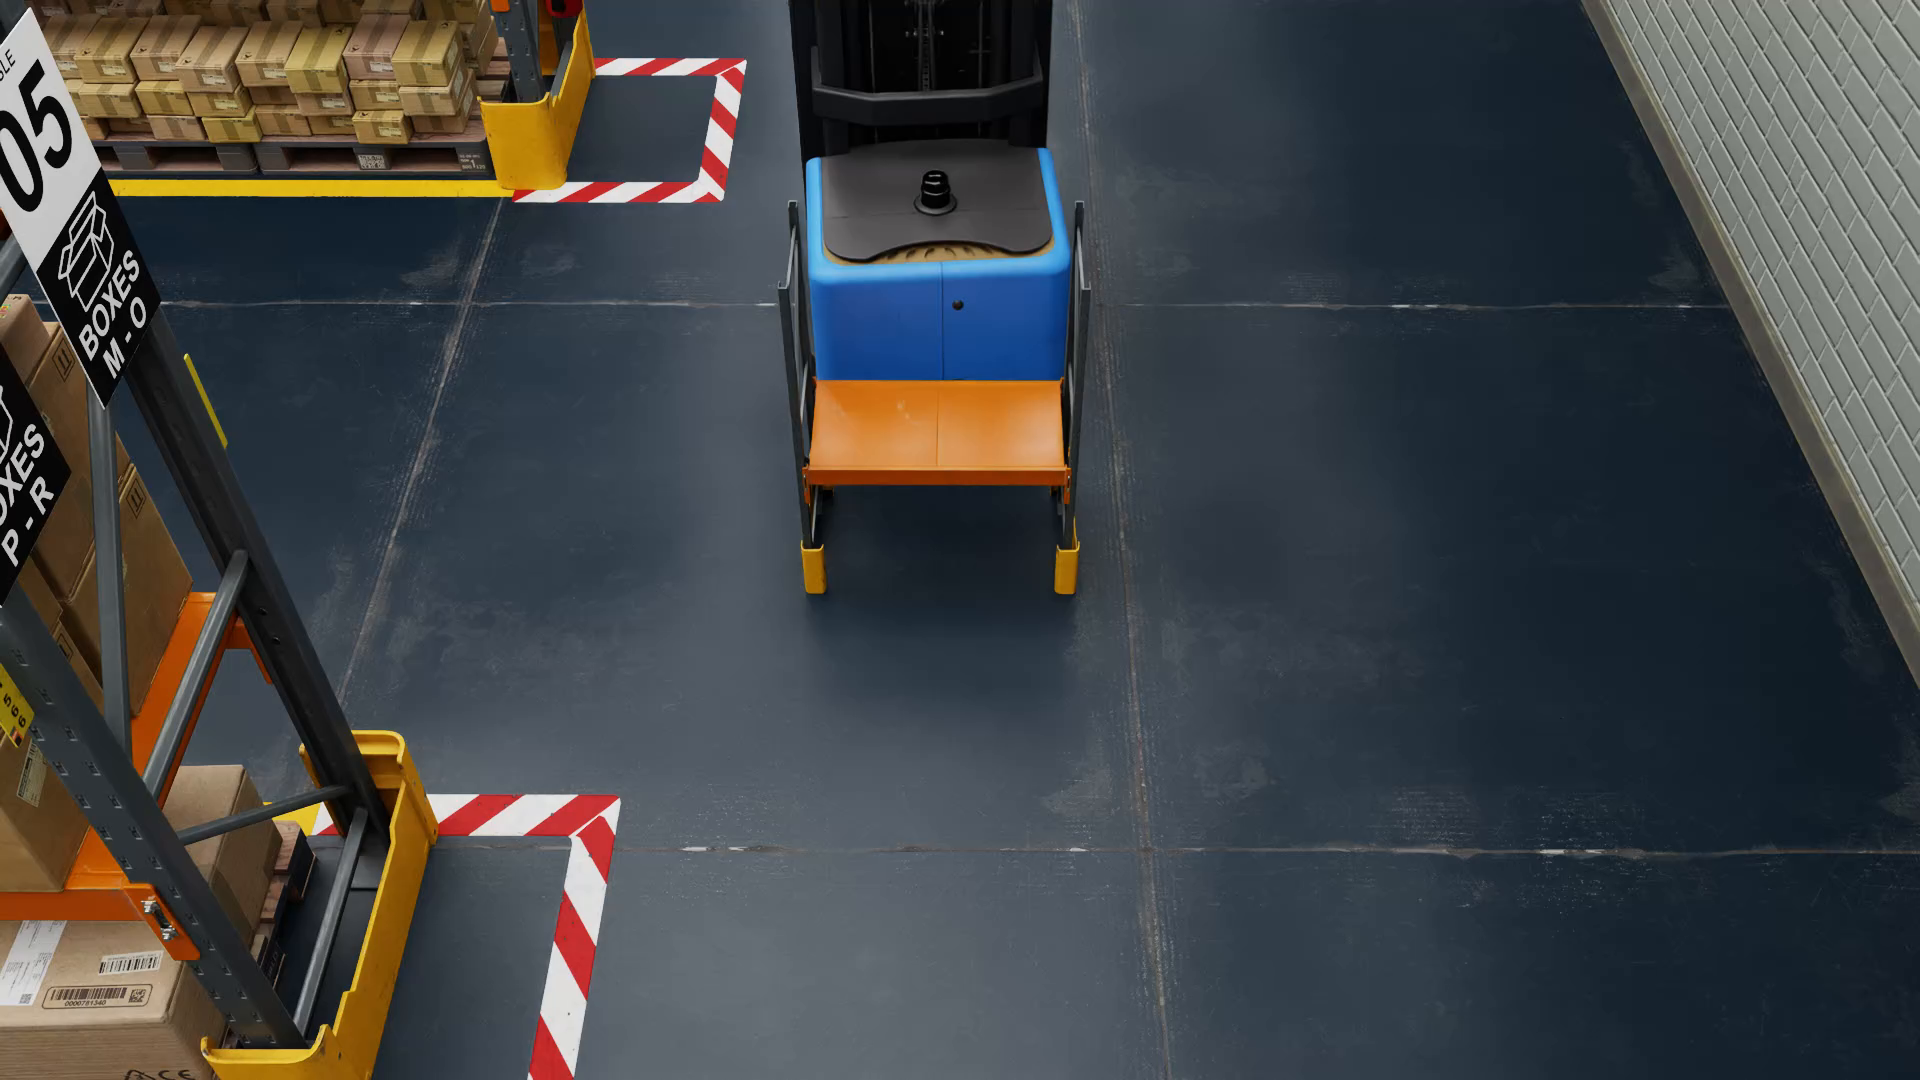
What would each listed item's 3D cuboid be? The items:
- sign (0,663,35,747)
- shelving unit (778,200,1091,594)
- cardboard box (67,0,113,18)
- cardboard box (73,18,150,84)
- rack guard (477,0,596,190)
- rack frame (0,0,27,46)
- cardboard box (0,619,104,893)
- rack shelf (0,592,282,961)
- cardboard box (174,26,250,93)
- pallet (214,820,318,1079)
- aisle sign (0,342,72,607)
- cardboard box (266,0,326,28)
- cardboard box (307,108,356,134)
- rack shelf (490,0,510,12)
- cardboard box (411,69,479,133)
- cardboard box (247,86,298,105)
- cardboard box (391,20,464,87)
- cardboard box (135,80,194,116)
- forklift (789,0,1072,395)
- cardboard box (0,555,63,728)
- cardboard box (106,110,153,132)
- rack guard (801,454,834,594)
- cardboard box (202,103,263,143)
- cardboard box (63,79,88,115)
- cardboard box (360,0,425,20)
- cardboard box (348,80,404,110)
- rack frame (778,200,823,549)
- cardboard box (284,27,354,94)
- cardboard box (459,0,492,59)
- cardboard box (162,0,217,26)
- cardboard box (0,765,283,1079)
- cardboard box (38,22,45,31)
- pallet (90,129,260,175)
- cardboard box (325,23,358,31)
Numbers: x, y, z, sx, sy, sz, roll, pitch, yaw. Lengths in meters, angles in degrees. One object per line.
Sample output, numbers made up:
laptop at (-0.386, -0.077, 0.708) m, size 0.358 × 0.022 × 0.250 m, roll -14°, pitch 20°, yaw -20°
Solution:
sign at (-2.056, 0.307, 3.543) m, size 0.005 × 0.325 × 0.100 m, roll 0°, pitch 47°, yaw 0°
shelving unit at (-0.076, -0.511, 6.282) m, size 1.083 × 1.500 × 0.587 m, roll 0°, pitch 47°, yaw 0°
cardboard box at (-4.461, -2.864, 8.702) m, size 0.250 × 0.149 × 0.380 m, roll -1°, pitch 47°, yaw -1°
cardboard box at (-4.216, -2.449, 8.315) m, size 0.250 × 0.149 × 0.380 m, roll 0°, pitch 47°, yaw 0°
rack guard at (-2.198, -2.387, 8.711) m, size 0.348 × 0.500 × 1.175 m, roll 0°, pitch 47°, yaw 0°
rack frame at (-2.040, -1.659, 2.227) m, size 0.127 × 3.000 × 1.000 m, roll 0°, pitch 47°, yaw 0°
cardboard box at (-2.523, 0.543, 4.208) m, size 0.500 × 0.500 × 0.500 m, roll 0°, pitch 47°, yaw 0°
rack shelf at (-4.040, 0.624, 4.692) m, size 4.000 × 0.370 × 1.077 m, roll 0°, pitch 47°, yaw 0°
cardboard box at (-3.691, -2.387, 8.257) m, size 0.250 × 0.149 × 0.380 m, roll 2°, pitch 47°, yaw 2°
pallet at (-2.840, 1.390, 5.393) m, size 1.213 × 0.211 × 1.003 m, roll 0°, pitch 47°, yaw 0°
aisle sign at (-1.969, -0.274, 3.260) m, size 0.004 × 0.787 × 0.394 m, roll 0°, pitch 47°, yaw 0°
cardboard box at (-3.421, -2.811, 8.652) m, size 0.250 × 0.149 × 0.380 m, roll -2°, pitch 47°, yaw -2°
cardboard box at (-3.171, -2.250, 8.536) m, size 0.250 × 0.149 × 0.380 m, roll 0°, pitch 47°, yaw 0°
rack shelf at (-4.122, -2.999, 8.065) m, size 4.000 × 0.370 × 1.077 m, roll 0°, pitch 47°, yaw 0°
cardboard box at (-2.650, -2.259, 8.545) m, size 0.250 × 0.149 × 0.380 m, roll 1°, pitch 47°, yaw 1°
cardboard box at (-3.439, -2.381, 8.455) m, size 0.250 × 0.149 × 0.380 m, roll 0°, pitch 47°, yaw 0°
cardboard box at (-2.653, -2.429, 8.297) m, size 0.250 × 0.149 × 0.380 m, roll 1°, pitch 47°, yaw 1°
cardboard box at (-3.945, -2.311, 8.390) m, size 0.250 × 0.149 × 0.380 m, roll 2°, pitch 47°, yaw 2°
forklift at (-0.181, -2.387, 7.050) m, size 1.130 × 2.935 × 3.031 m, roll -3°, pitch 47°, yaw -3°
cardboard box at (-2.523, 0.183, 3.860) m, size 0.500 × 0.500 × 0.500 m, roll 2°, pitch 47°, yaw 1°
cardboard box at (-4.199, -2.267, 8.552) m, size 0.250 × 0.149 × 0.380 m, roll 1°, pitch 47°, yaw 1°
rack guard at (-0.574, -0.087, 6.741) m, size 0.087 × 0.250 × 0.587 m, roll 0°, pitch 47°, yaw 0°
cardboard box at (-3.673, -2.196, 8.486) m, size 0.250 × 0.149 × 0.380 m, roll -2°, pitch 47°, yaw -2°
cardboard box at (-4.467, -2.310, 8.390) m, size 0.250 × 0.149 × 0.380 m, roll 0°, pitch 47°, yaw 0°
cardboard box at (-2.921, -2.776, 8.620) m, size 0.250 × 0.149 × 0.380 m, roll 1°, pitch 47°, yaw 1°
cardboard box at (-2.912, -2.345, 8.421) m, size 0.250 × 0.149 × 0.380 m, roll -1°, pitch 47°, yaw -1°
rack frame at (-0.594, -0.513, 6.283) m, size 0.032 × 1.500 × 0.500 m, roll 0°, pitch 47°, yaw 0°
cardboard box at (-3.163, -2.380, 8.251) m, size 0.250 × 0.149 × 0.380 m, roll -1°, pitch 47°, yaw -1°
cardboard box at (-2.645, -2.701, 8.753) m, size 0.250 × 0.149 × 0.380 m, roll 2°, pitch 47°, yaw 2°
cardboard box at (-3.961, -2.852, 8.691) m, size 0.250 × 0.149 × 0.380 m, roll 1°, pitch 47°, yaw 1°
cardboard box at (-2.700, 1.186, 5.141) m, size 0.875 × 0.438 × 0.875 m, roll -1°, pitch 47°, yaw -1°
cardboard box at (-4.735, -2.418, 8.287) m, size 0.250 × 0.149 × 0.380 m, roll 1°, pitch 47°, yaw 1°
pallet at (-4.228, -2.322, 8.848) m, size 1.213 × 0.211 × 1.003 m, roll 0°, pitch 47°, yaw 0°
cardboard box at (-3.164, -2.679, 8.733) m, size 0.250 × 0.149 × 0.380 m, roll 1°, pitch 47°, yaw 1°
